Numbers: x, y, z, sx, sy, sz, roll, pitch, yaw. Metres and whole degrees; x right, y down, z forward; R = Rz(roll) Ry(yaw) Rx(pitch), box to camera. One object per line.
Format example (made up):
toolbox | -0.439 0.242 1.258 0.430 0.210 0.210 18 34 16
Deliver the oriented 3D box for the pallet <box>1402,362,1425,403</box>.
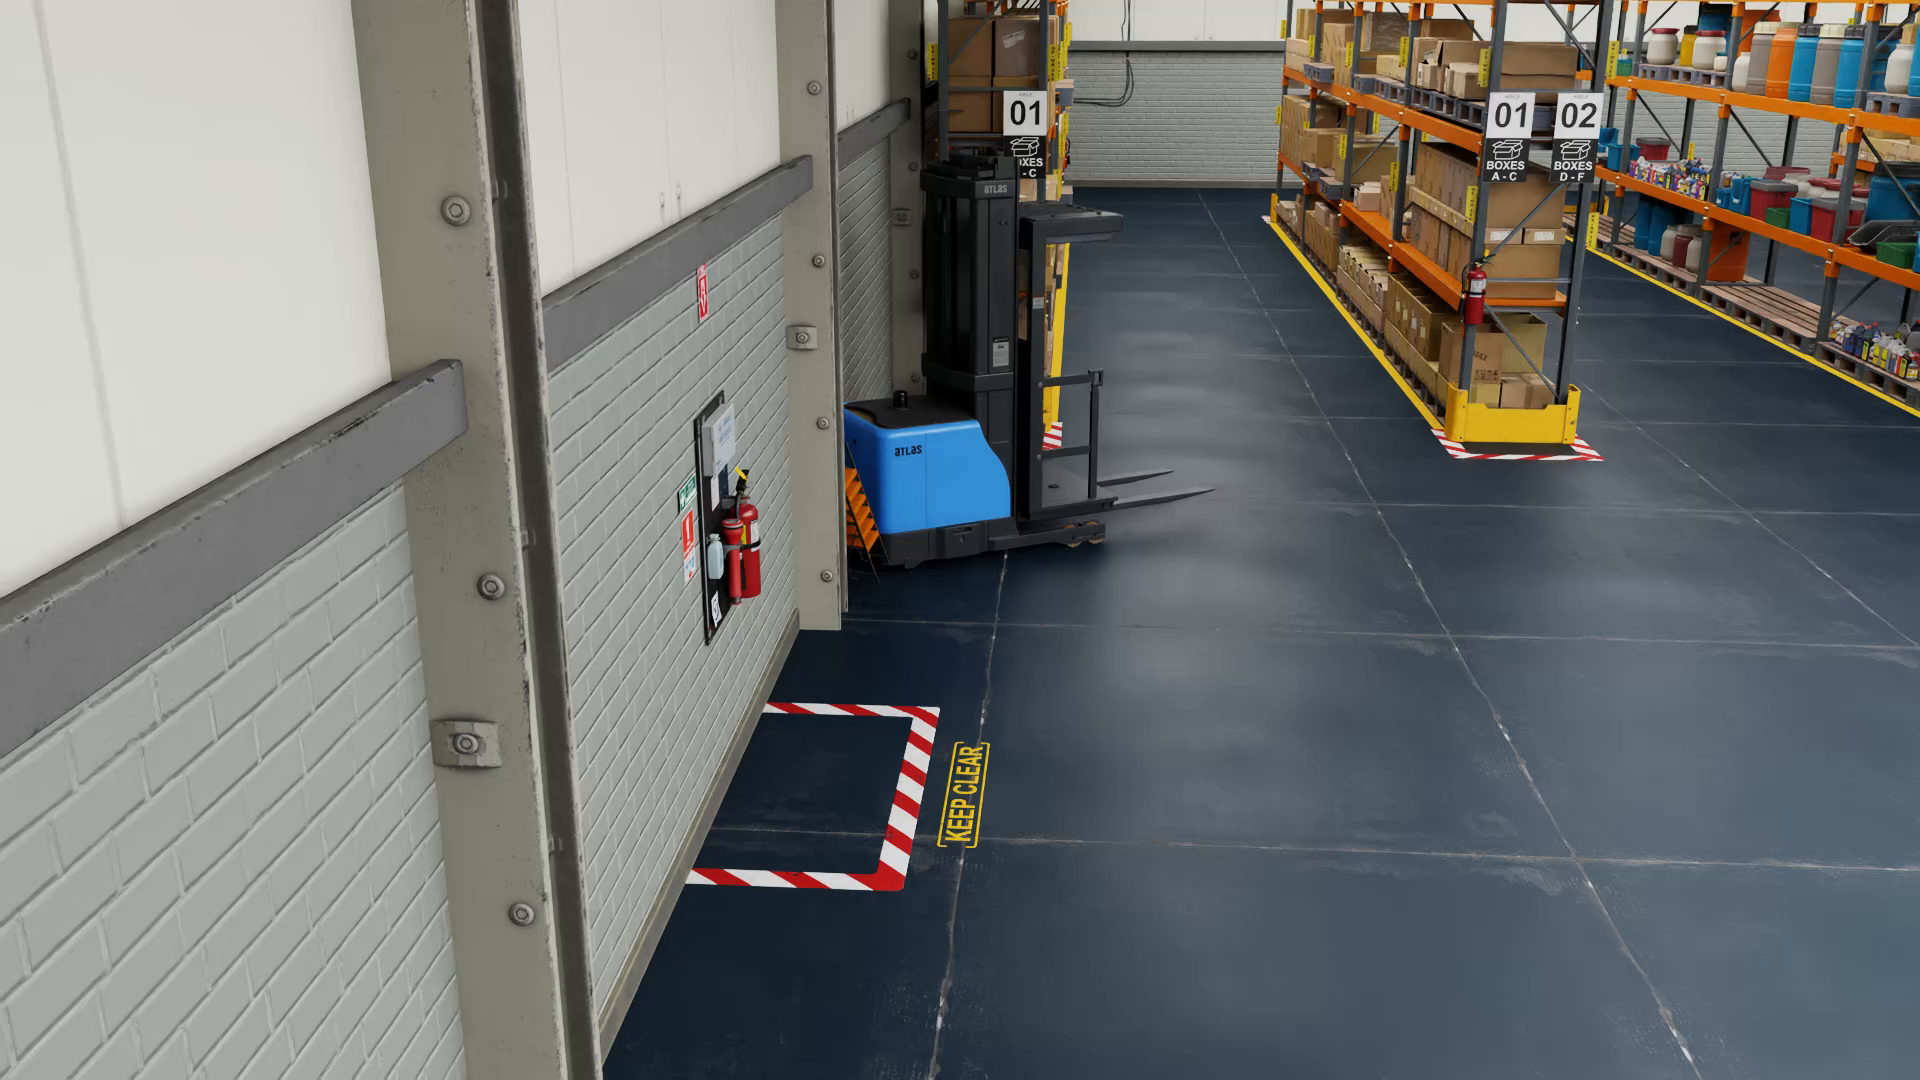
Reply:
pallet | 5.347 -1.697 17.764 1.003 0.211 1.213 1 18 4

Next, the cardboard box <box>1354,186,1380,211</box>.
cardboard box | 5.561 -4.575 22.211 0.500 0.311 0.500 1 18 3

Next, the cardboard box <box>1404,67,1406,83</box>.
cardboard box | 5.621 -5.564 19.835 0.500 0.250 0.500 0 18 -1

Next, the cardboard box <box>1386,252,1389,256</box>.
cardboard box | 5.995 -3.720 22.301 0.500 0.311 0.500 1 18 3

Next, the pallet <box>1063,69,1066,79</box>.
pallet | 0.870 -6.537 23.542 1.213 0.211 1.003 2 18 6

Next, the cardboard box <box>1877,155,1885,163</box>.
cardboard box | 15.808 -6.453 28.203 0.380 0.149 0.250 1 18 3

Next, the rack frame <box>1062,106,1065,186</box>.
rack frame | 1.450 -7.485 30.948 1.000 3.000 0.127 1 18 4

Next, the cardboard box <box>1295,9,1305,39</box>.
cardboard box | 6.251 -9.010 29.020 0.700 0.500 0.500 1 18 4

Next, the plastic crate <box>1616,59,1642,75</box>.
plastic crate | 10.792 -7.657 26.925 0.416 0.233 0.300 1 18 4

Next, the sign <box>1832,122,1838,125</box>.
sign | 15.719 -7.616 29.832 0.100 0.325 0.005 1 18 4

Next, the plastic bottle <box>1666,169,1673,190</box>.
plastic bottle | 10.466 -5.312 24.506 0.061 0.283 0.133 1 18 4

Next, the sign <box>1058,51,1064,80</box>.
sign | 1.132 -5.419 18.997 0.100 0.325 0.005 1 18 4

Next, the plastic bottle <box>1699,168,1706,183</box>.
plastic bottle | 11.125 -5.444 24.925 0.097 0.271 0.097 0 18 0

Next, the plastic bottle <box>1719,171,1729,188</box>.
plastic bottle | 11.211 -5.278 24.412 0.152 0.276 0.135 1 18 4

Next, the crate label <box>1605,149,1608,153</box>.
crate label | 11.423 -6.733 28.980 0.396 0.136 0.243 1 18 4

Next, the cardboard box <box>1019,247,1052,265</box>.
cardboard box | 0.637 -2.952 16.118 0.500 0.500 0.500 1 18 4

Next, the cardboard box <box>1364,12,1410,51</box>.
cardboard box | 5.855 -6.974 22.806 0.500 0.500 0.500 1 18 4

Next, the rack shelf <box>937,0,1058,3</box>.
rack shelf | 0.446 -5.644 16.857 1.077 0.370 4.000 1 18 4

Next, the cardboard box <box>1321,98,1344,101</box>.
cardboard box | 6.566 -7.436 29.032 0.500 0.500 0.500 2 18 5

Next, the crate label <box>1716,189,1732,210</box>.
crate label | 10.354 -4.577 22.343 0.303 0.233 0.416 1 18 4

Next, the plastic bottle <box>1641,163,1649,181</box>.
plastic bottle | 10.570 -5.676 25.634 0.097 0.271 0.097 0 18 0

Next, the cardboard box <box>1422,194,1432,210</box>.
cardboard box | 5.267 -3.685 18.151 0.380 0.149 0.250 1 18 3

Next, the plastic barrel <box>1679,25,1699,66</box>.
plastic barrel | 11.182 -7.448 25.041 0.600 0.588 0.600 0 18 0

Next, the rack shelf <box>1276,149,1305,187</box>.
rack shelf | 6.248 -6.412 28.830 1.077 0.370 4.000 1 18 4

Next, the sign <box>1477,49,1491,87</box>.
sign | 4.704 -4.231 14.906 0.100 0.325 0.005 1 18 4

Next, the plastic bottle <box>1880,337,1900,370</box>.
plastic bottle | 9.942 -1.997 17.748 0.144 0.351 0.185 2 18 6

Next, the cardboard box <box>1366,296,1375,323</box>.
cardboard box | 5.310 -2.834 20.495 0.500 0.250 0.500 1 18 3

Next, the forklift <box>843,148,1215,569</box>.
forklift | 0.559 -1.478 12.726 3.031 2.935 1.130 -9 20 -25

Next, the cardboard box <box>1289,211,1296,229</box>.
cardboard box | 5.916 -5.481 28.443 0.500 0.311 0.500 1 18 4

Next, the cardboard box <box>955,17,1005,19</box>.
cardboard box | 0.202 -5.091 17.028 0.500 0.500 0.500 1 18 4

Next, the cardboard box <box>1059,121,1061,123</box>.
cardboard box | 1.266 -6.171 25.064 0.500 0.250 0.500 1 18 3

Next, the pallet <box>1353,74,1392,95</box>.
pallet | 5.858 -6.014 21.944 1.213 0.211 1.003 2 18 6

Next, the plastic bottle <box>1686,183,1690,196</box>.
plastic bottle | 10.426 -5.018 23.737 0.097 0.201 0.097 0 18 0

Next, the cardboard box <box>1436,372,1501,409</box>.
cardboard box | 4.988 -1.472 16.340 0.500 0.250 0.500 1 18 4

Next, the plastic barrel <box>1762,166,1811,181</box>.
plastic barrel | 11.027 -4.693 22.209 0.600 0.536 0.708 1 18 4

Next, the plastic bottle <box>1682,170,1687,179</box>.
plastic bottle | 10.601 -5.268 24.370 0.061 0.283 0.133 1 18 4

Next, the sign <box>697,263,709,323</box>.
sign | -1.255 -1.223 8.116 0.001 0.298 0.199 1 18 4

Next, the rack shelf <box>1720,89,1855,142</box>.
rack shelf | 10.615 -5.241 20.440 1.077 0.370 4.000 1 18 4

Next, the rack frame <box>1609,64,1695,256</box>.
rack frame | 11.045 -6.021 26.482 1.000 3.000 0.127 1 18 4

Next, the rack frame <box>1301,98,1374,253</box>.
rack frame | 6.105 -6.133 26.823 1.000 3.000 0.127 1 18 4

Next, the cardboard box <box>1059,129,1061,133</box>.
cardboard box | 1.168 -5.699 23.624 0.500 0.250 0.500 2 18 5

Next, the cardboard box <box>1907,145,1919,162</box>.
cardboard box | 15.790 -6.285 27.048 0.500 0.250 0.500 2 18 6

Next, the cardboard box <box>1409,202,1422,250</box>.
cardboard box | 5.506 -3.558 18.803 0.700 0.500 0.500 1 18 2

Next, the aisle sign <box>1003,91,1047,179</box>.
aisle sign | 0.597 -3.722 15.289 0.394 0.787 0.004 1 18 4

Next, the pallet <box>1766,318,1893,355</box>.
pallet | 10.489 -2.456 20.080 1.003 0.211 1.213 1 18 4

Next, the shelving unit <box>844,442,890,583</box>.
shelving unit | -0.783 -0.192 11.667 0.258 1.200 0.189 9 49 26

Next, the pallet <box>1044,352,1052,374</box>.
pallet | 0.492 -1.843 18.210 1.003 0.211 1.213 1 18 4

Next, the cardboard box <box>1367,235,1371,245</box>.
cardboard box | 6.167 -4.210 24.261 0.500 0.500 0.500 1 18 2

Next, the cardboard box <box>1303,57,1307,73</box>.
cardboard box | 5.921 -7.799 27.331 0.500 0.250 0.500 1 18 4

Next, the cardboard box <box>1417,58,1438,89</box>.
cardboard box | 5.193 -4.979 17.728 0.500 0.311 0.500 0 18 1

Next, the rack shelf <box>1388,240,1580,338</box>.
rack shelf | 5.388 -2.685 17.456 1.077 0.370 4.000 1 18 4

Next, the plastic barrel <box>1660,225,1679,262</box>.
plastic barrel | 10.809 -4.477 25.089 0.421 0.512 0.421 0 18 0

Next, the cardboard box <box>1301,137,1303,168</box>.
cardboard box | 5.884 -6.342 27.298 0.500 0.500 0.500 2 18 5

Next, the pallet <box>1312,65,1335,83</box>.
pallet | 5.917 -6.946 24.788 1.213 0.211 1.003 1 18 4

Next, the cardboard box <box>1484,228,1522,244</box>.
cardboard box | 5.082 -2.885 15.707 0.380 0.149 0.250 1 18 3
